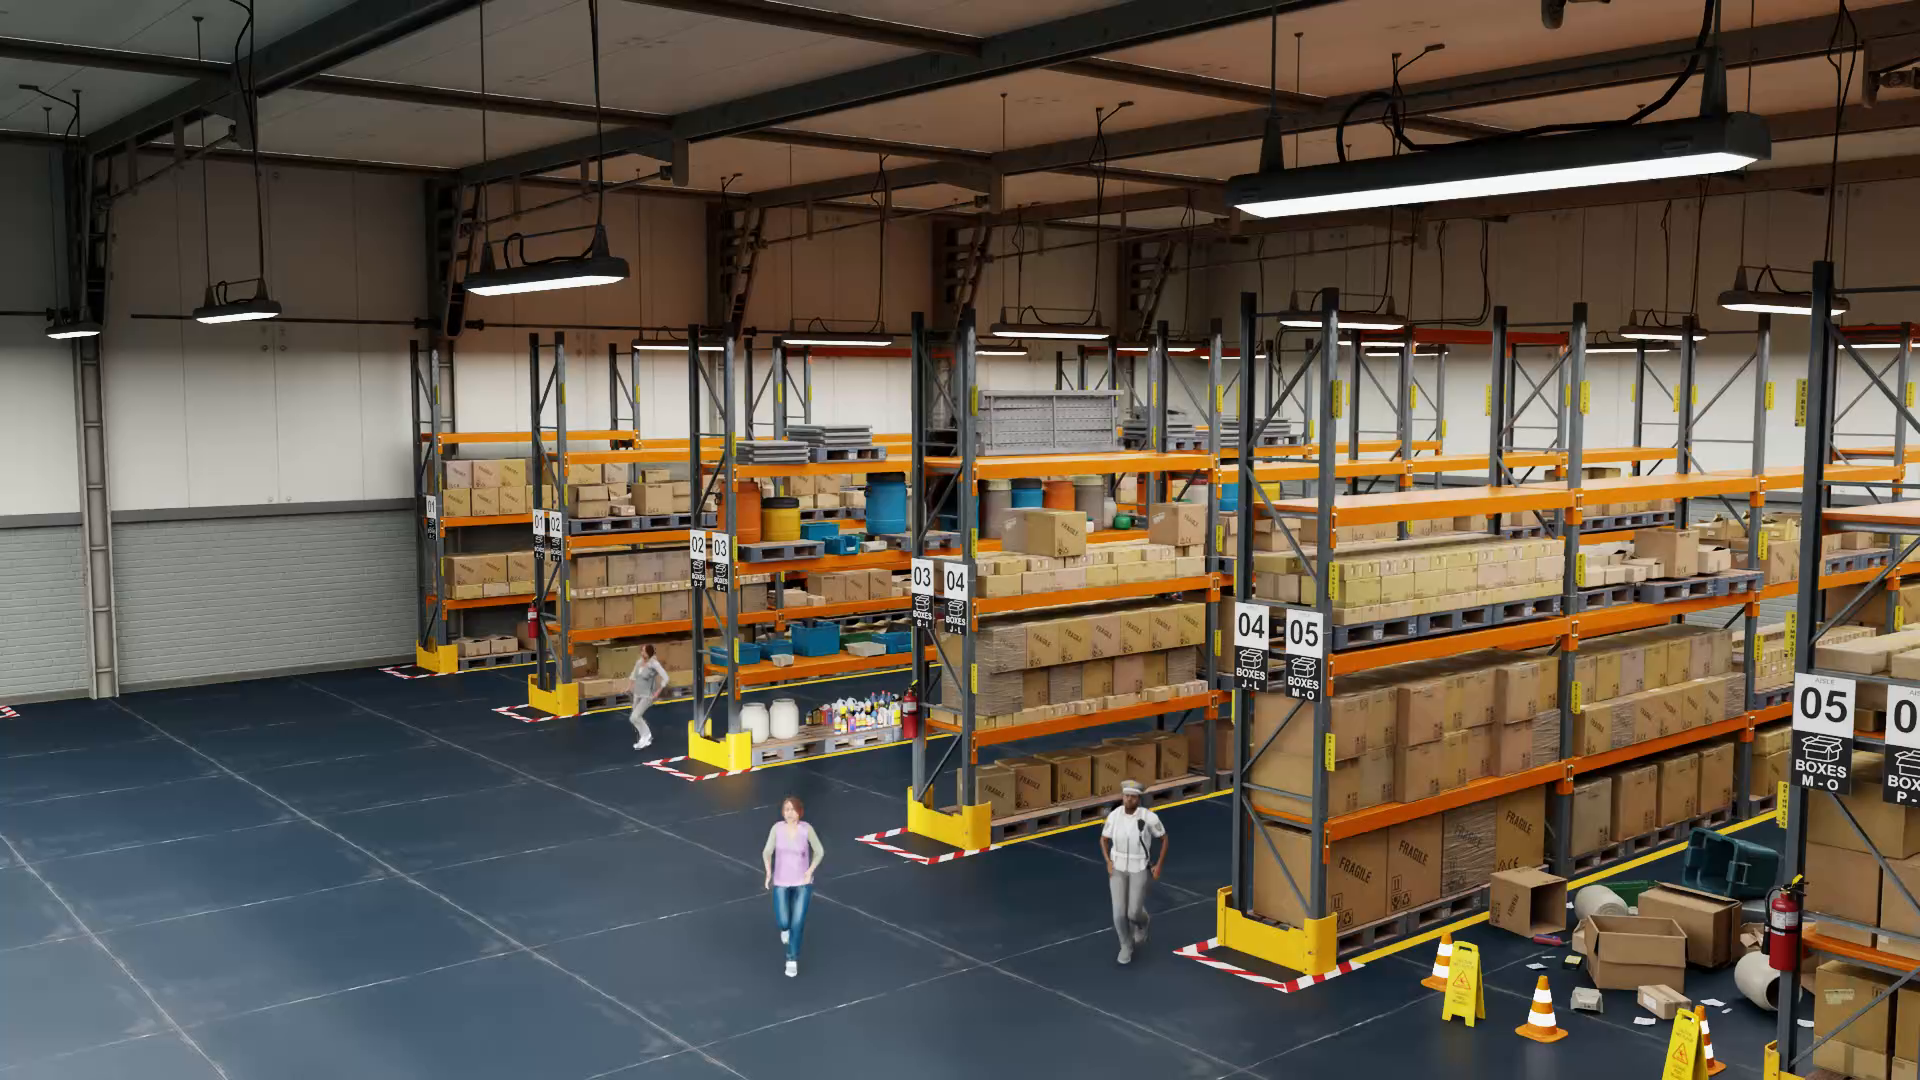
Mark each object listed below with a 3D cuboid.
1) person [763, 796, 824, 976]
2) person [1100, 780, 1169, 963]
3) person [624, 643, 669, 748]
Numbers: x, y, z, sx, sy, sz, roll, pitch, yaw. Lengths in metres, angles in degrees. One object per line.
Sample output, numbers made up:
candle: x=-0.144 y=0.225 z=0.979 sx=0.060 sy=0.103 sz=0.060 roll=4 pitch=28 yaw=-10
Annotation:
person: x=-1.480 y=3.039 z=14.785 sx=0.547 sy=1.557 sz=0.552 roll=0 pitch=5 yaw=-1
person: x=1.549 y=2.969 z=14.964 sx=0.611 sy=1.664 sz=0.522 roll=2 pitch=6 yaw=16
person: x=-4.466 y=2.219 z=23.497 sx=0.583 sy=1.544 sz=0.542 roll=4 pitch=7 yaw=37
